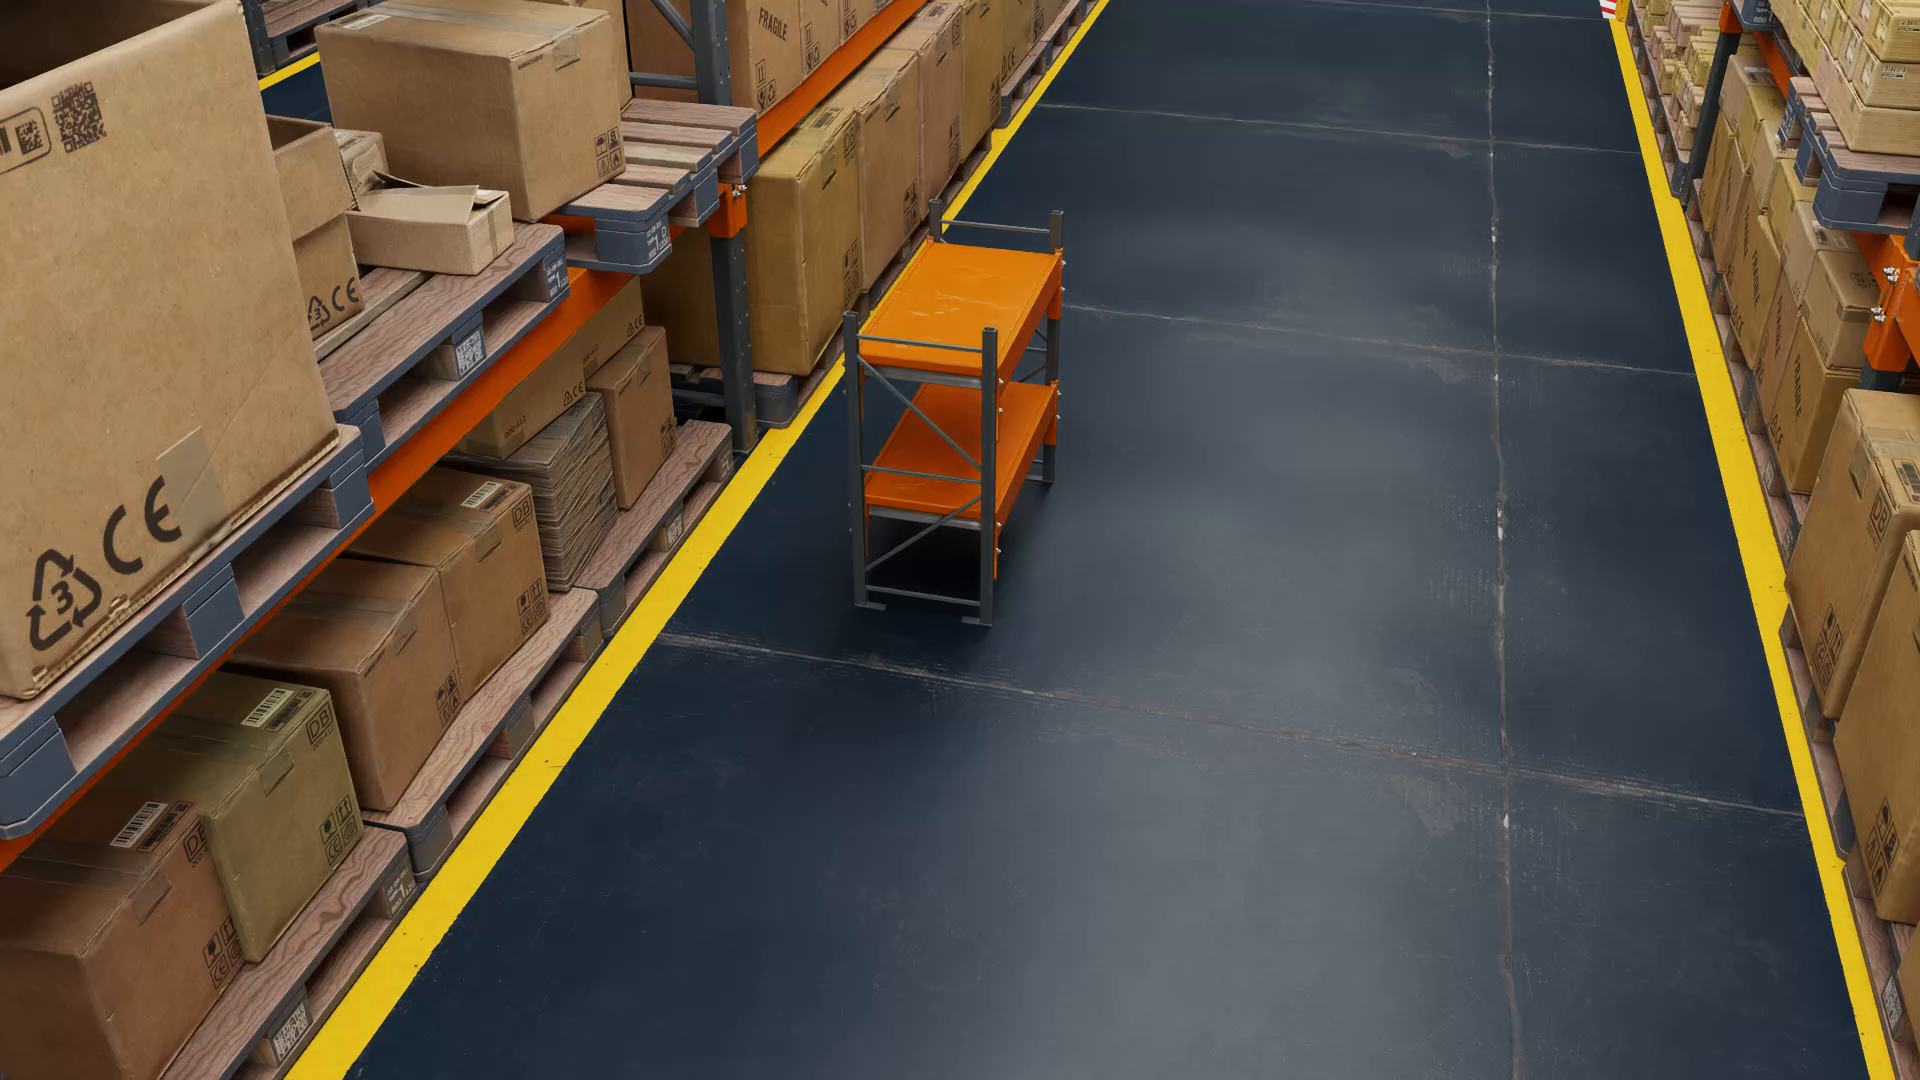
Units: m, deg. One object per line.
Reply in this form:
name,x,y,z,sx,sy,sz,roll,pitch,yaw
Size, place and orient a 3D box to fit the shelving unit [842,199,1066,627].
shelving unit,0.002,-0.478,5.954,0.538,1.125,1.048,8,33,12

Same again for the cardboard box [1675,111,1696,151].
cardboard box,4.225,-2.278,9.304,0.380,0.149,0.250,8,33,13

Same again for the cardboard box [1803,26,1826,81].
cardboard box,3.317,-1.759,6.064,0.380,0.149,0.250,8,33,12

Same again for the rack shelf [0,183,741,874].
rack shelf,-1.840,-0.365,4.699,1.077,0.370,4.000,8,33,12

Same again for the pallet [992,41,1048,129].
pallet,-0.049,-2.989,10.755,1.003,0.211,1.213,8,33,12

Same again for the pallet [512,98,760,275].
pallet,-1.410,-1.241,5.585,1.213,0.211,1.003,8,33,12

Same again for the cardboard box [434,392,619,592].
cardboard box,-1.611,-0.197,5.684,0.700,0.500,0.500,5,33,8

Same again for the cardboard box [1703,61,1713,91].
cardboard box,4.293,-2.500,9.097,0.380,0.149,0.250,9,34,14

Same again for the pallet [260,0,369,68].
pallet,-4.959,-3.667,11.821,1.003,0.211,1.213,8,33,12

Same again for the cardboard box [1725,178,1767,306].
cardboard box,3.758,-1.281,7.408,0.500,0.500,0.500,9,33,13

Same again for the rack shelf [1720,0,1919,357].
rack shelf,3.947,-1.713,6.819,1.077,0.370,4.000,8,33,12

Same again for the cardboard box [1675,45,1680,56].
cardboard box,4.627,-3.032,10.213,0.380,0.149,0.250,6,33,10

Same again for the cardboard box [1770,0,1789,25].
cardboard box,3.517,-2.175,6.718,0.380,0.149,0.250,7,33,10

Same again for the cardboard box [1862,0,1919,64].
cardboard box,3.121,-1.618,5.287,0.380,0.149,0.250,7,33,10

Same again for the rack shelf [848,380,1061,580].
rack shelf,0.002,-0.272,6.085,0.538,0.278,1.000,8,33,12

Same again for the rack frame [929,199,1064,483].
rack frame,0.131,-0.742,6.369,0.500,1.125,0.032,8,33,12

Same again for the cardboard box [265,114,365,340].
cardboard box,-1.997,-0.764,4.168,0.797,0.503,0.637,11,34,17

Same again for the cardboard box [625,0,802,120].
cardboard box,-0.946,-1.964,6.450,0.500,0.500,0.500,9,34,14

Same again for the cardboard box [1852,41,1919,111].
cardboard box,3.125,-1.494,5.369,0.380,0.149,0.250,9,33,13

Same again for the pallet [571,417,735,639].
pallet,-1.532,-0.124,6.249,1.003,0.211,1.213,8,33,12

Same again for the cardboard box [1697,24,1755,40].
cardboard box,4.517,-2.892,9.714,0.380,0.149,0.250,9,34,14

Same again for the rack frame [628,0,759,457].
rack frame,-1.332,-1.706,6.138,1.000,3.000,0.127,8,33,12

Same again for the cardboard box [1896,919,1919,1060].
cardboard box,2.744,1.035,3.532,1.050,0.750,0.750,8,33,12

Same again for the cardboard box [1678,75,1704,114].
cardboard box,4.284,-2.503,9.380,0.380,0.149,0.250,6,33,10

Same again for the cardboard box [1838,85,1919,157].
cardboard box,3.120,-1.368,5.449,0.380,0.149,0.250,9,33,13

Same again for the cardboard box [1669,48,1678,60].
cardboard box,4.619,-2.942,10.347,0.380,0.149,0.250,9,33,13

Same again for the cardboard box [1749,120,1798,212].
cardboard box,3.745,-1.605,7.218,0.500,0.250,0.500,9,34,14

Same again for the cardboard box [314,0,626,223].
cardboard box,-1.476,-1.337,5.072,0.700,0.500,0.500,13,35,19

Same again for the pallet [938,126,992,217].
pallet,-0.440,-2.195,9.506,1.003,0.211,1.213,8,33,12

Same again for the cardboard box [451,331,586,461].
cardboard box,-1.598,-0.525,5.501,0.500,0.250,0.500,12,34,18

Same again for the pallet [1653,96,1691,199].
pallet,4.591,-2.231,9.563,1.003,0.211,1.213,8,33,12

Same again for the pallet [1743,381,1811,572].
pallet,3.639,-0.207,6.379,1.003,0.211,1.213,8,33,12

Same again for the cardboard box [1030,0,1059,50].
cardboard box,0.156,-3.861,11.117,0.875,0.875,0.875,8,33,12

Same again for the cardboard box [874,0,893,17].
cardboard box,-0.562,-2.757,7.698,0.500,0.500,0.500,8,33,13

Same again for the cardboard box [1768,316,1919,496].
cardboard box,3.354,-0.478,6.145,0.500,0.500,0.500,8,33,12

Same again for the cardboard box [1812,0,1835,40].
cardboard box,3.319,-1.899,6.007,0.380,0.149,0.250,8,33,12

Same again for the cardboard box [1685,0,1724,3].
cardboard box,4.722,-3.301,10.357,0.380,0.149,0.250,8,33,12

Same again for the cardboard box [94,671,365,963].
cardboard box,-2.032,0.678,4.308,0.700,0.500,0.500,8,33,12

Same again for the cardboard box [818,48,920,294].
cardboard box,-0.903,-1.804,7.880,1.225,0.875,0.875,8,33,13

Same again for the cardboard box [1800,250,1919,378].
cardboard box,3.360,-0.808,5.965,0.500,0.250,0.500,7,33,11

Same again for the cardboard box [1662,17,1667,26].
cardboard box,4.840,-3.336,10.968,0.380,0.149,0.250,8,33,12

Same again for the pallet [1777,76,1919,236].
pallet,3.517,-1.282,5.650,1.213,0.211,1.003,8,33,12
